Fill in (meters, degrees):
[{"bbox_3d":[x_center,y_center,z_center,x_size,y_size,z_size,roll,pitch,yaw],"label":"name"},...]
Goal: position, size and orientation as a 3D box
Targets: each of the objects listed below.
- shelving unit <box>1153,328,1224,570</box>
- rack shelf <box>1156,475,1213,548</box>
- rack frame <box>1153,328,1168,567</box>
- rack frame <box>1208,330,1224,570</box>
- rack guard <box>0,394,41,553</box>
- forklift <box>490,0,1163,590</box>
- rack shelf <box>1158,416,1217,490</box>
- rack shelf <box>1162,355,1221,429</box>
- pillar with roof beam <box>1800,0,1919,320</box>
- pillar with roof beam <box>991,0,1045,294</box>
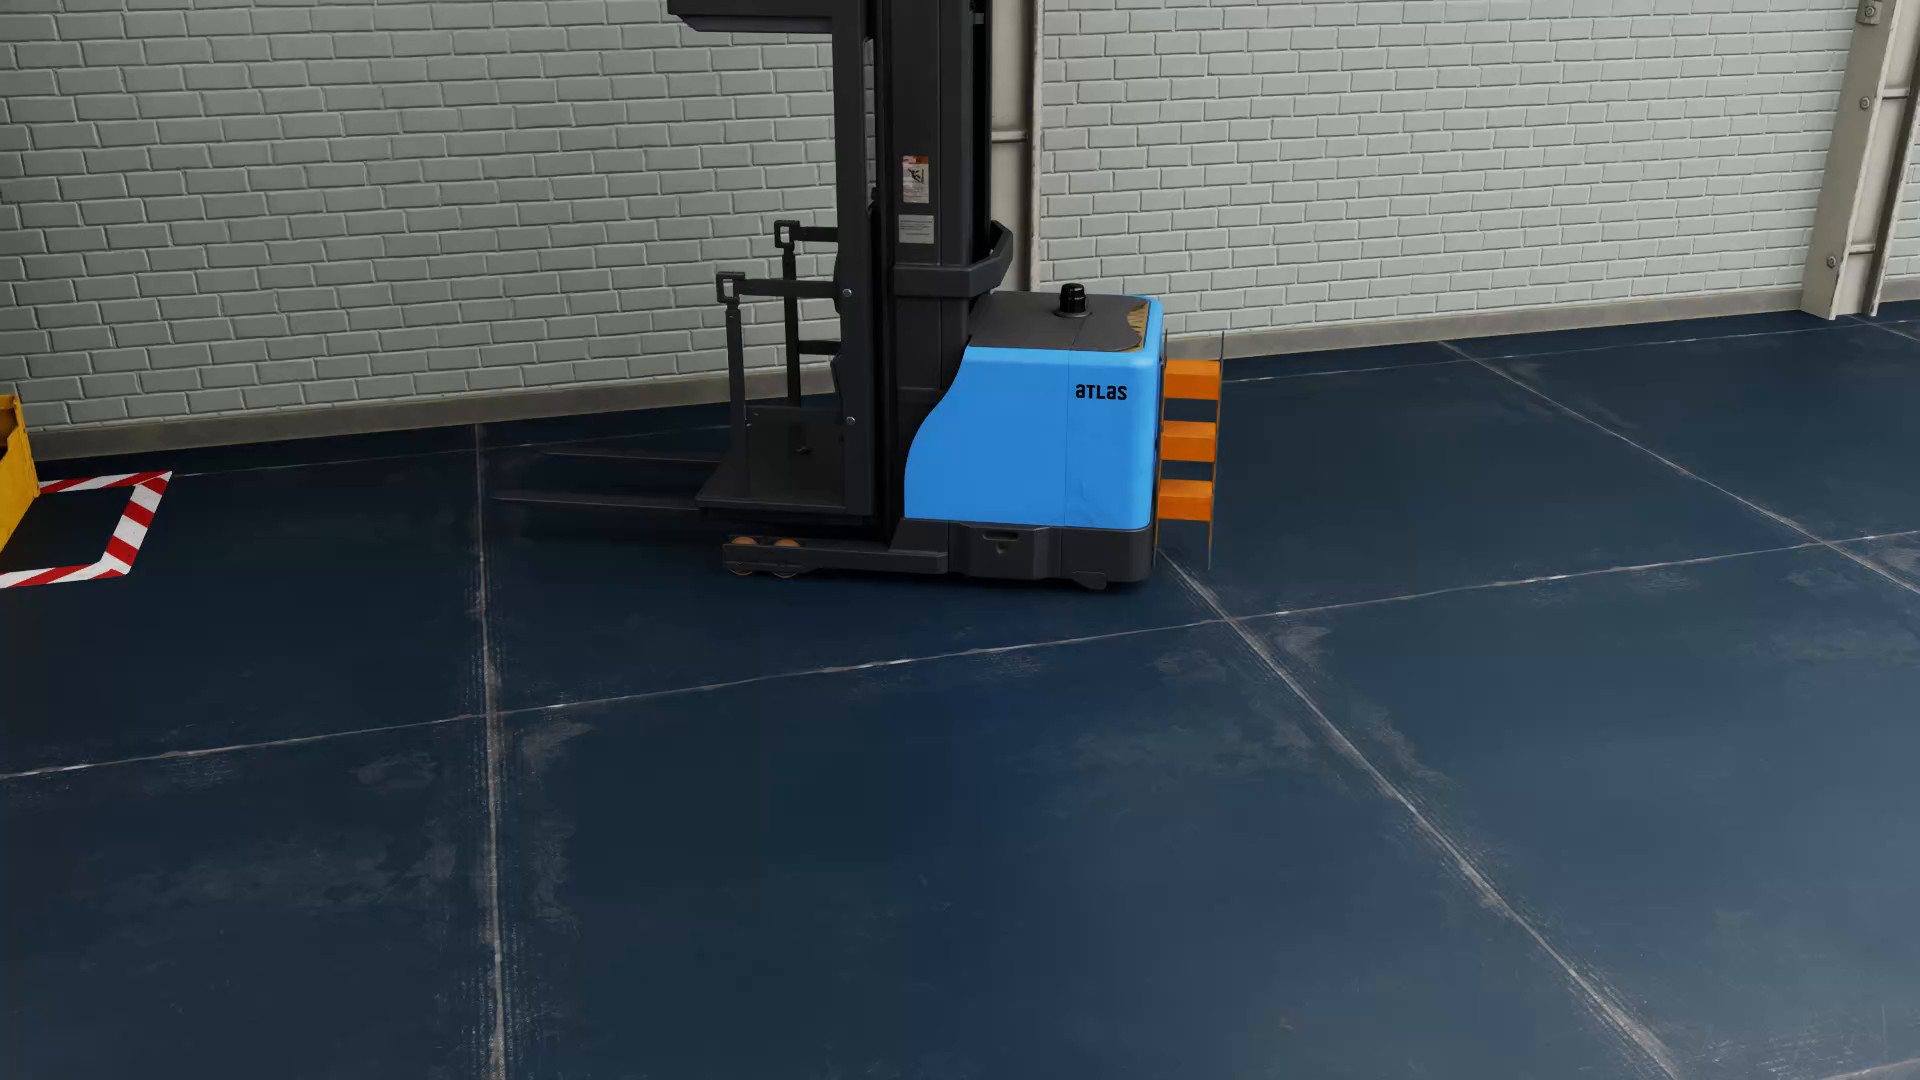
[{"bbox_3d":[1.006,-0.393,7.336,0.252,1.050,0.215,3,23,7],"label":"shelving unit"},{"bbox_3d":[1.006,-0.128,7.449,0.240,0.259,0.215,3,23,7],"label":"rack shelf"},{"bbox_3d":[0.885,-0.400,7.352,0.008,1.050,0.200,3,23,7],"label":"rack frame"},{"bbox_3d":[1.127,-0.387,7.320,0.008,1.050,0.200,3,23,7],"label":"rack frame"},{"bbox_3d":[-4.614,-0.249,7.696,0.348,0.500,1.175,-6,24,-14],"label":"rack guard"},{"bbox_3d":[-0.616,-1.382,7.253,3.031,2.935,1.130,3,23,7],"label":"forklift"},{"bbox_3d":[1.006,-0.384,7.340,0.240,0.259,0.215,3,23,7],"label":"rack shelf"},{"bbox_3d":[1.006,-0.645,7.228,0.240,0.259,0.215,3,23,7],"label":"rack shelf"},{"bbox_3d":[7.166,-4.064,5.809,0.400,9.000,9.100,-6,24,-14],"label":"pillar with roof beam"},{"bbox_3d":[1.389,-3.425,4.319,0.400,9.000,9.100,-6,24,-14],"label":"pillar with roof beam"}]
